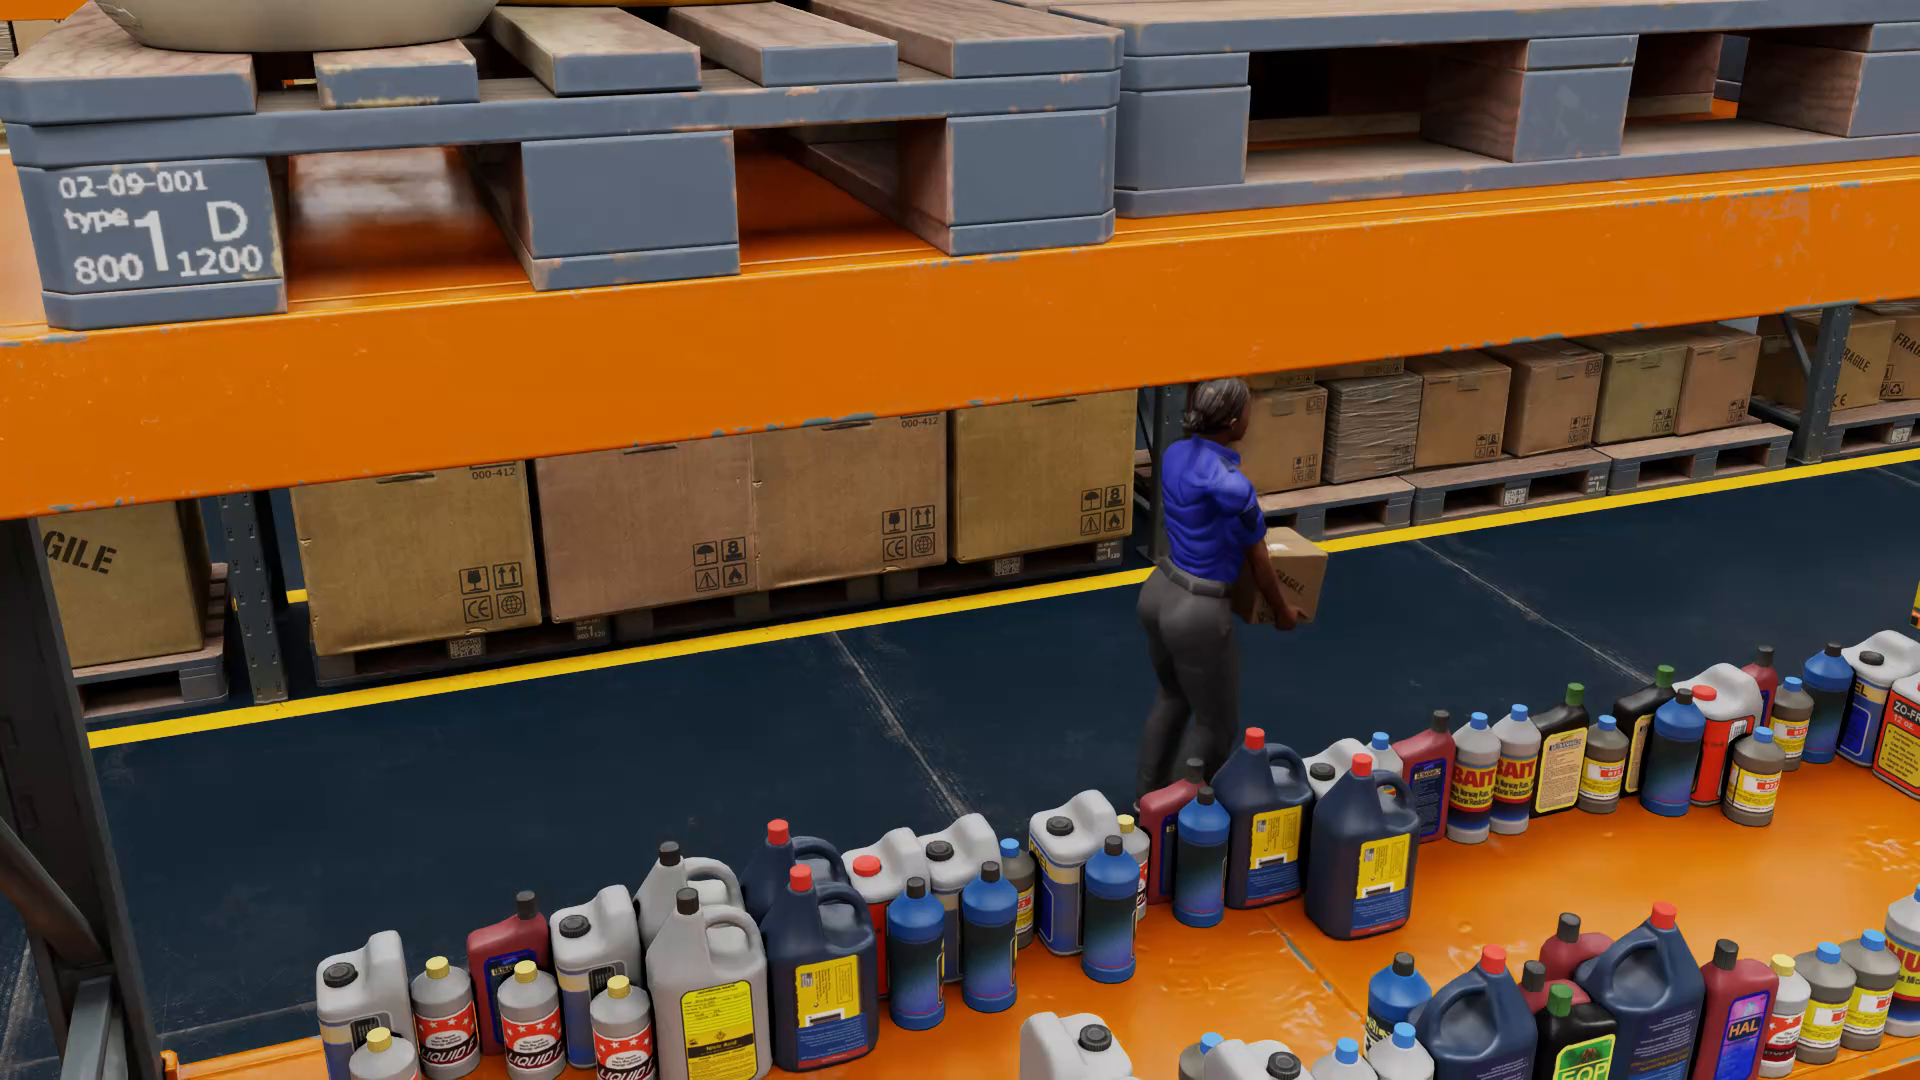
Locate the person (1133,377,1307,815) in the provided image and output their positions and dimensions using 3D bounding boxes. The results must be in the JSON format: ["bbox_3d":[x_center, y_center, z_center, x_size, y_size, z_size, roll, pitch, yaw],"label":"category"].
[{"bbox_3d":[0.859,0.234,5.561,0.523,1.652,0.413,-9,24,-20],"label":"person"}]
